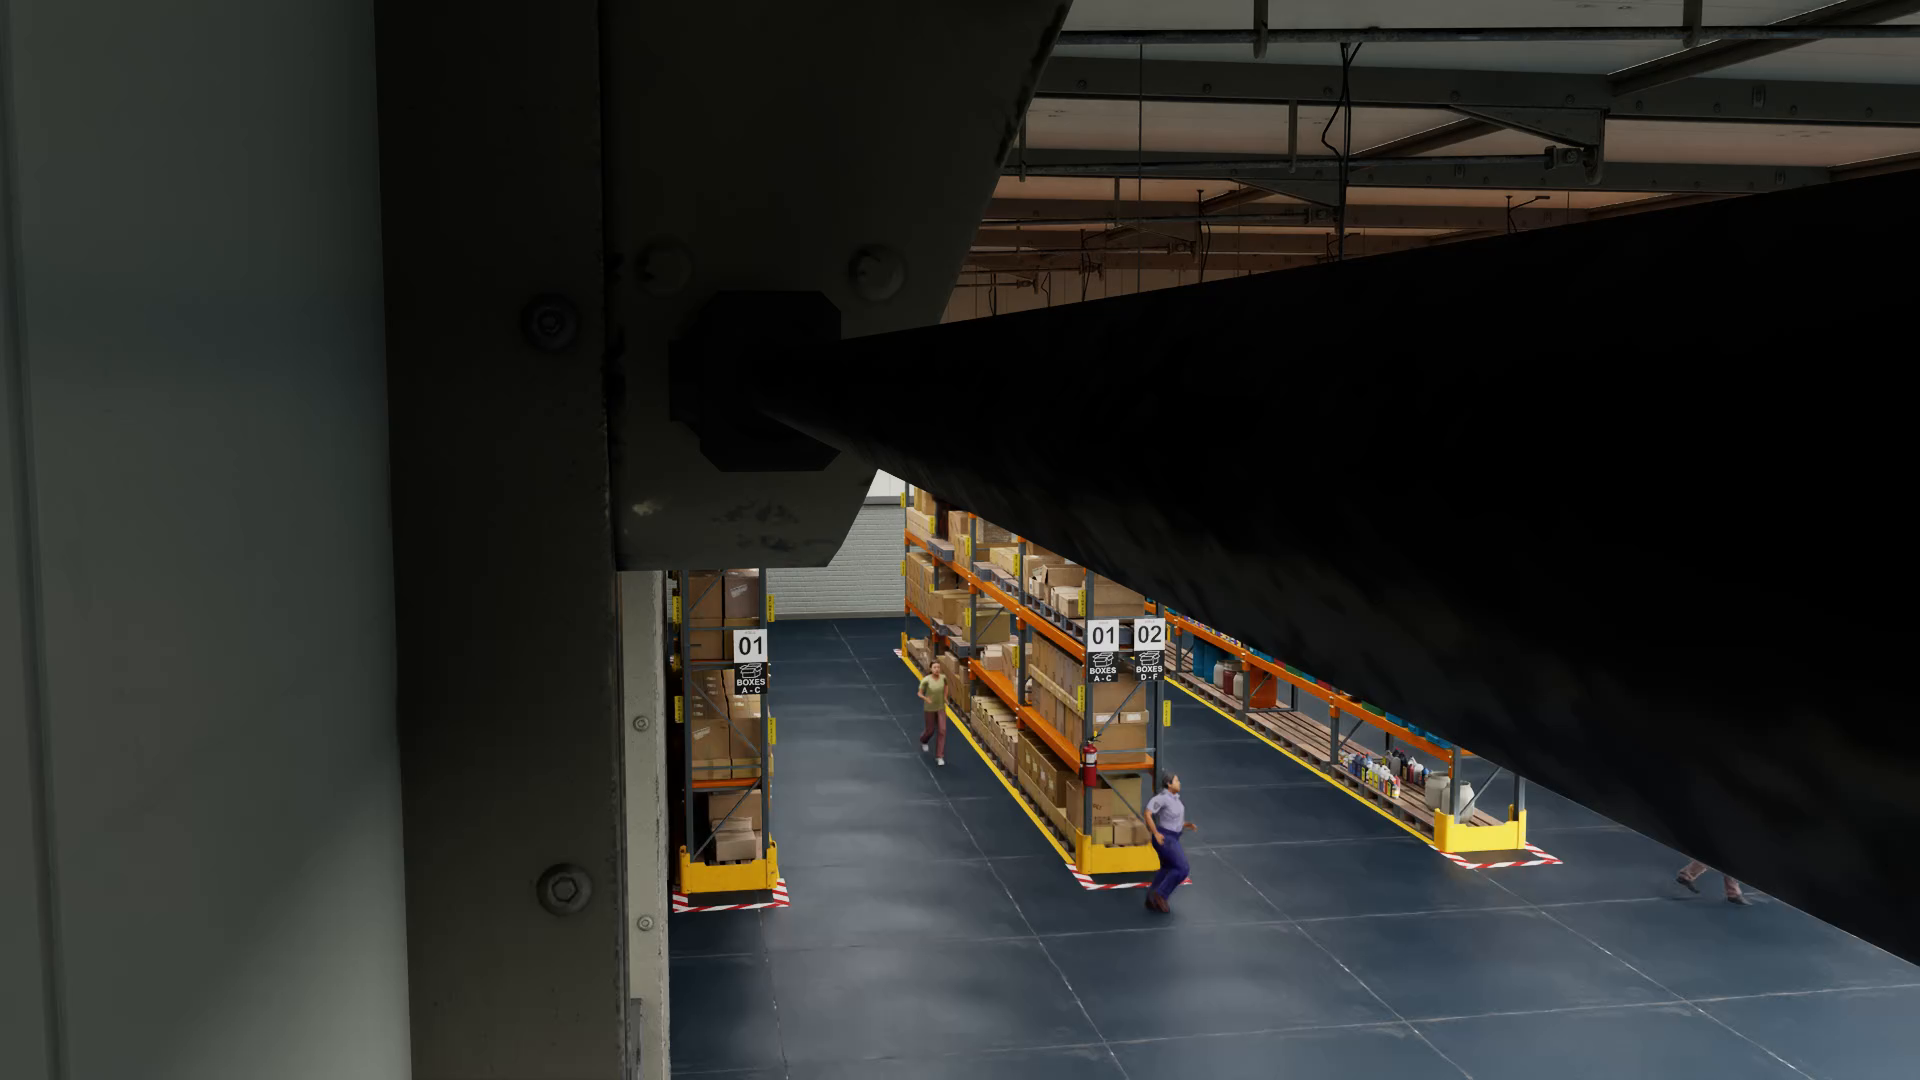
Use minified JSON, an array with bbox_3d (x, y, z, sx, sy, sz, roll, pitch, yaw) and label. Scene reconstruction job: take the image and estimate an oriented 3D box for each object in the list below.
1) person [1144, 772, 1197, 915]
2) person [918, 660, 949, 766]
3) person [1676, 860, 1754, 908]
[{"bbox_3d":[2.471,3.522,19.428,0.587,1.620,0.584,2,6,20],"label":"person"},{"bbox_3d":[-0.422,2.729,26.773,0.562,1.656,0.926,-2,6,-17],"label":"person"},{"bbox_3d":[8.977,3.431,19.696,0.856,1.743,0.663,3,6,24],"label":"person"}]
